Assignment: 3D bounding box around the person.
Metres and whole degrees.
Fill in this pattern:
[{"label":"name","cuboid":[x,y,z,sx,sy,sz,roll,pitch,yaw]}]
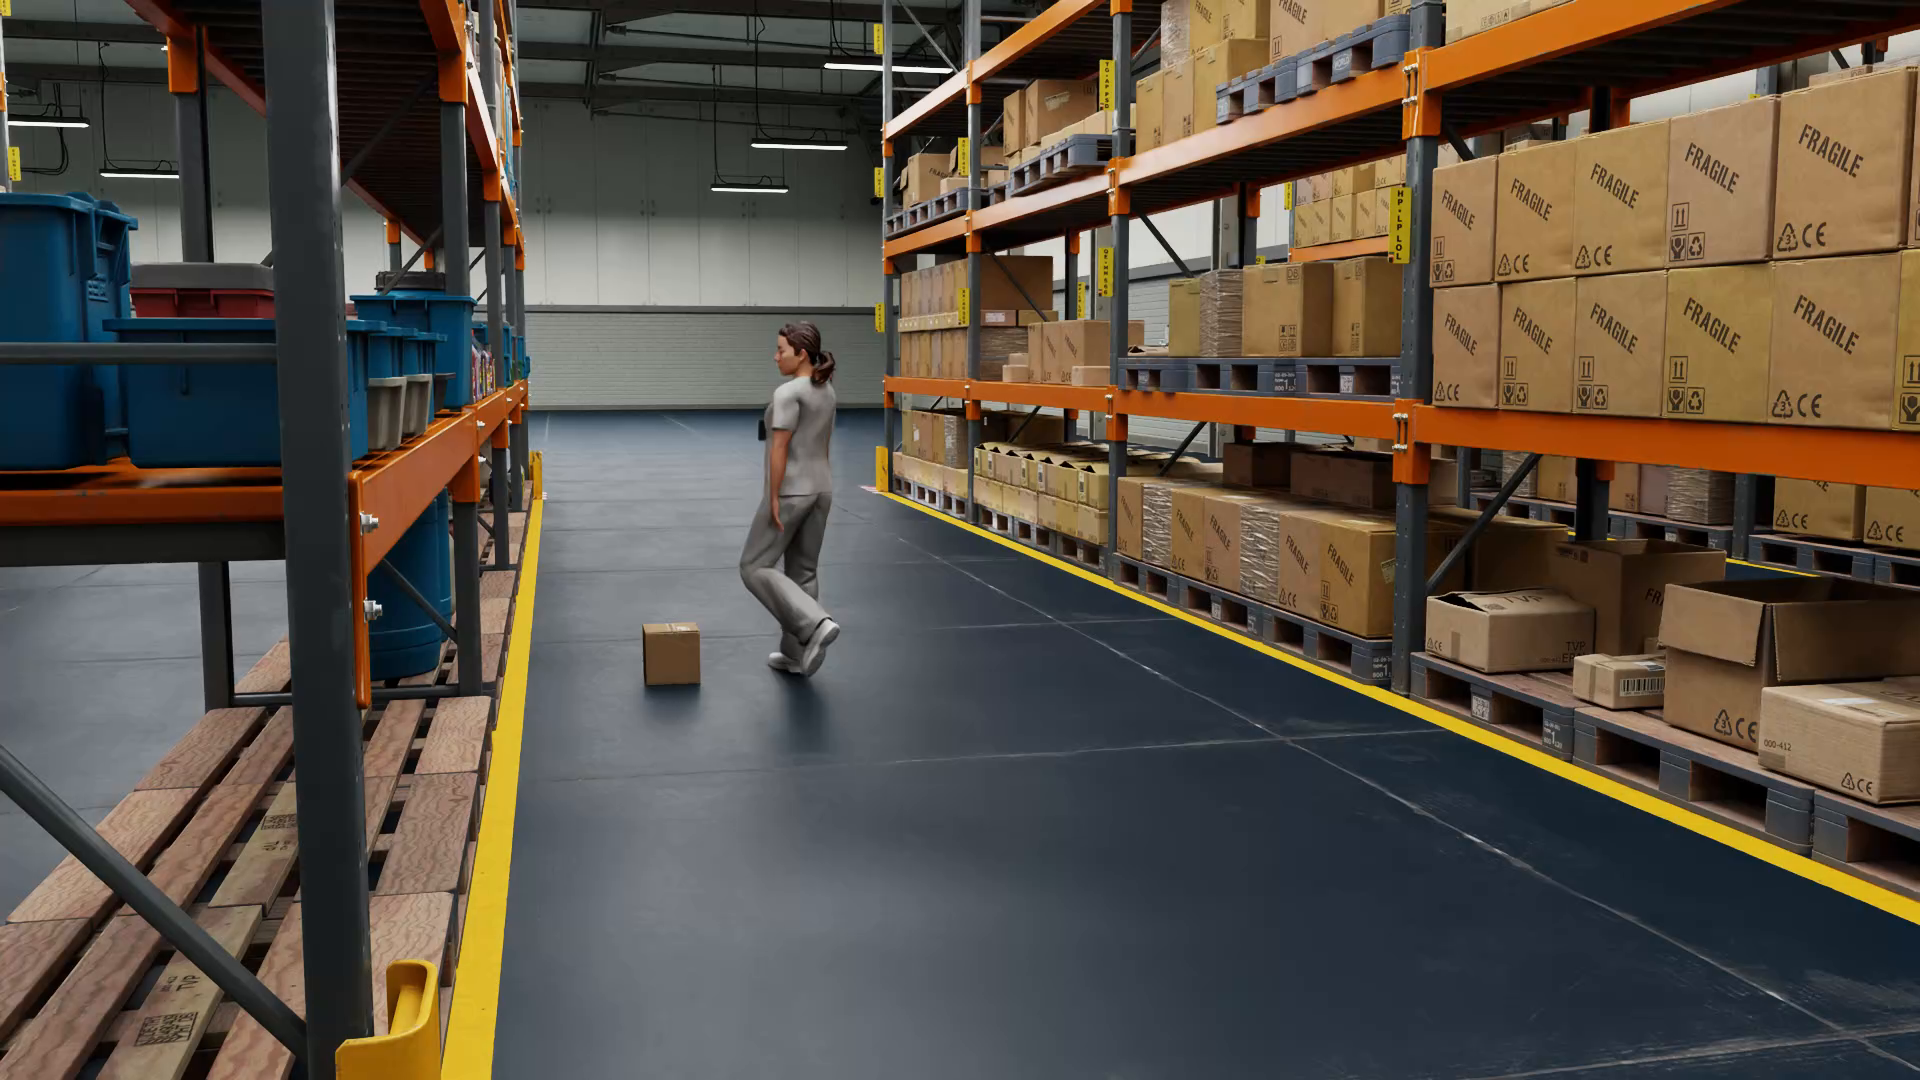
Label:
[{"label":"person","cuboid":[-0.757,-0.185,7.794,0.614,1.671,0.491,4,7,33]}]
